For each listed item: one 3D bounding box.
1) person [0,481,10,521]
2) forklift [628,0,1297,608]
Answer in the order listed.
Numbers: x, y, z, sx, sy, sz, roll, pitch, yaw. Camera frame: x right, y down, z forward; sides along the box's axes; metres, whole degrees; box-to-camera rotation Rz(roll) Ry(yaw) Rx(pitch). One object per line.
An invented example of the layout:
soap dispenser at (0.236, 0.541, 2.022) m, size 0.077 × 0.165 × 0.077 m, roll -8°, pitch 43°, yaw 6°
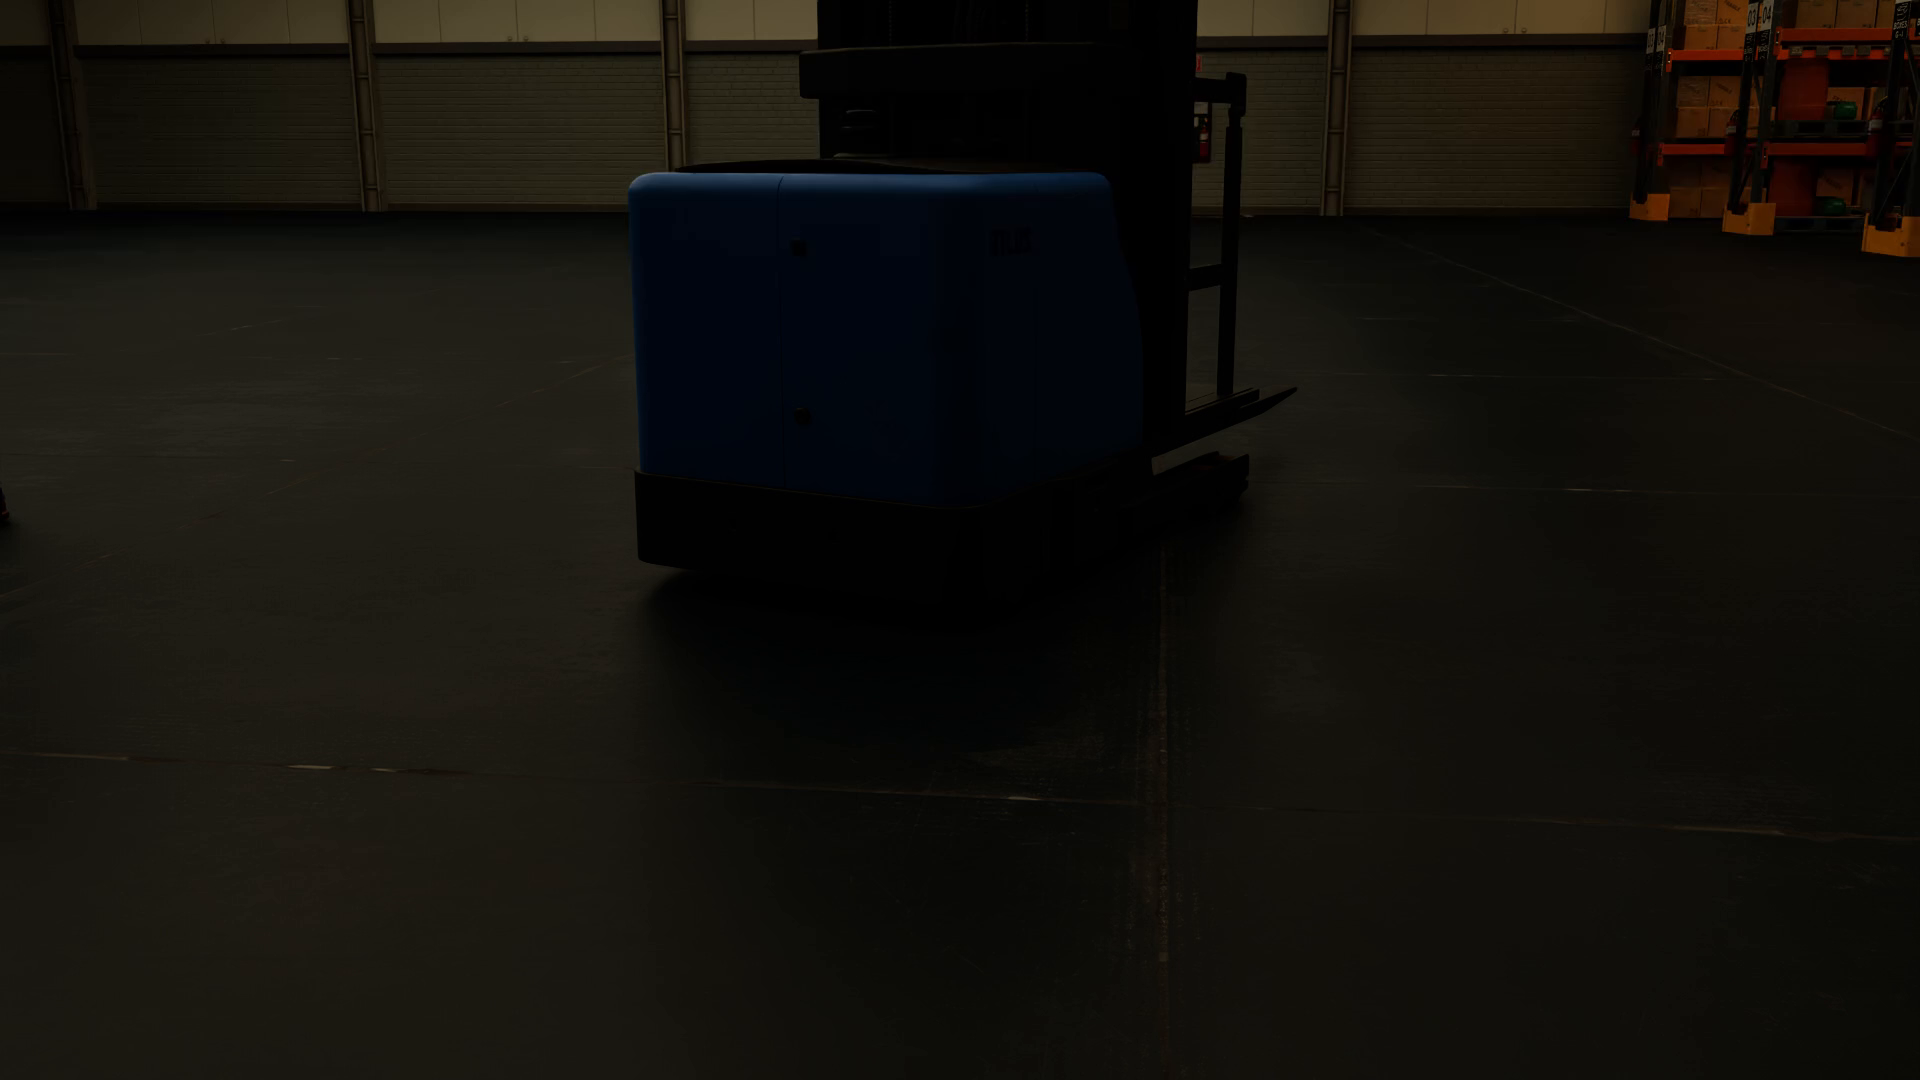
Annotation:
person at (-3.206, -0.808, 4.876) m, size 0.467 × 1.675 × 0.571 m, roll 1°, pitch 13°, yaw 4°
forklift at (0.296, -1.549, 5.132) m, size 1.130 × 2.935 × 3.031 m, roll 7°, pitch 15°, yaw 28°
